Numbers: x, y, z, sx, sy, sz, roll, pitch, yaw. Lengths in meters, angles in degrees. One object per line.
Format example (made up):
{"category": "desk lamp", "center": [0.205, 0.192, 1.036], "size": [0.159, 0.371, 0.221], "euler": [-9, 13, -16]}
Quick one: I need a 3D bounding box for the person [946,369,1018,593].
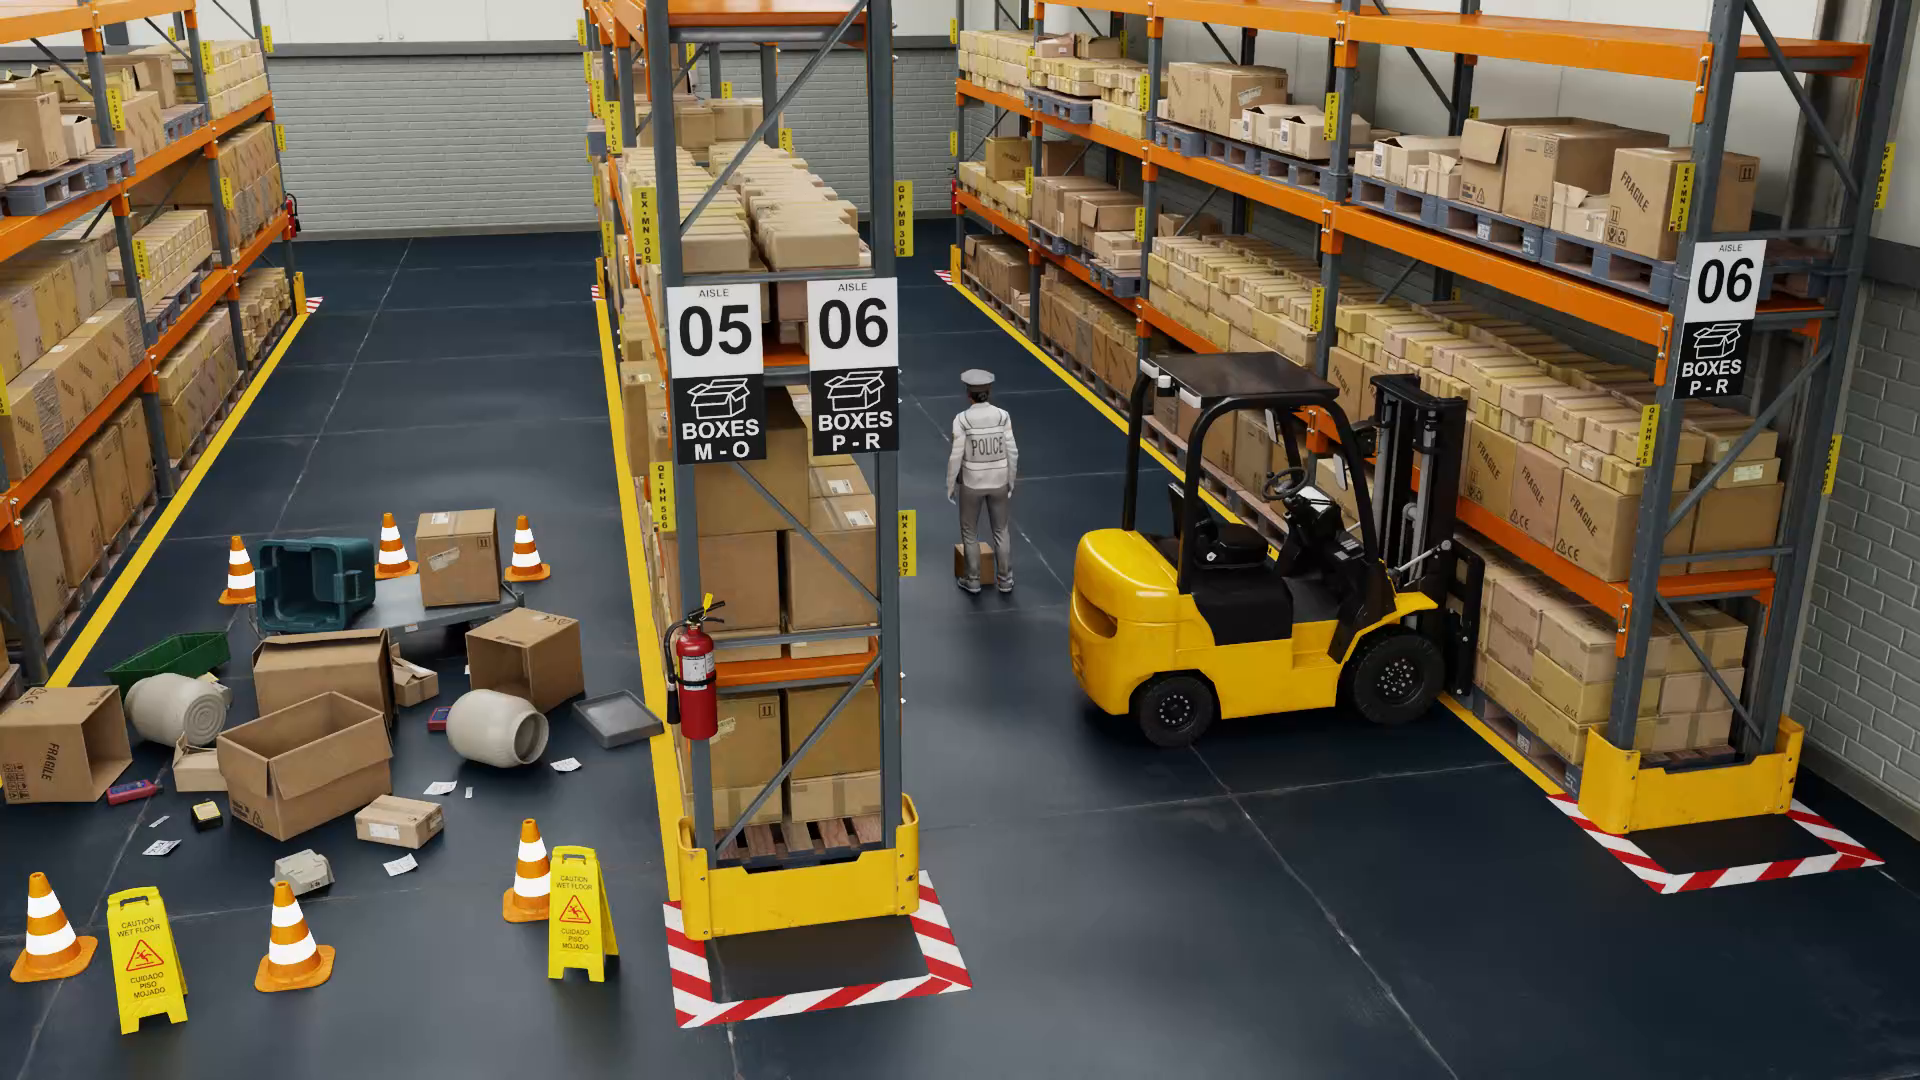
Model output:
{"category": "person", "center": [0.157, -0.411, 12.207], "size": [0.547, 1.667, 0.408], "euler": [-6, 21, -15]}
